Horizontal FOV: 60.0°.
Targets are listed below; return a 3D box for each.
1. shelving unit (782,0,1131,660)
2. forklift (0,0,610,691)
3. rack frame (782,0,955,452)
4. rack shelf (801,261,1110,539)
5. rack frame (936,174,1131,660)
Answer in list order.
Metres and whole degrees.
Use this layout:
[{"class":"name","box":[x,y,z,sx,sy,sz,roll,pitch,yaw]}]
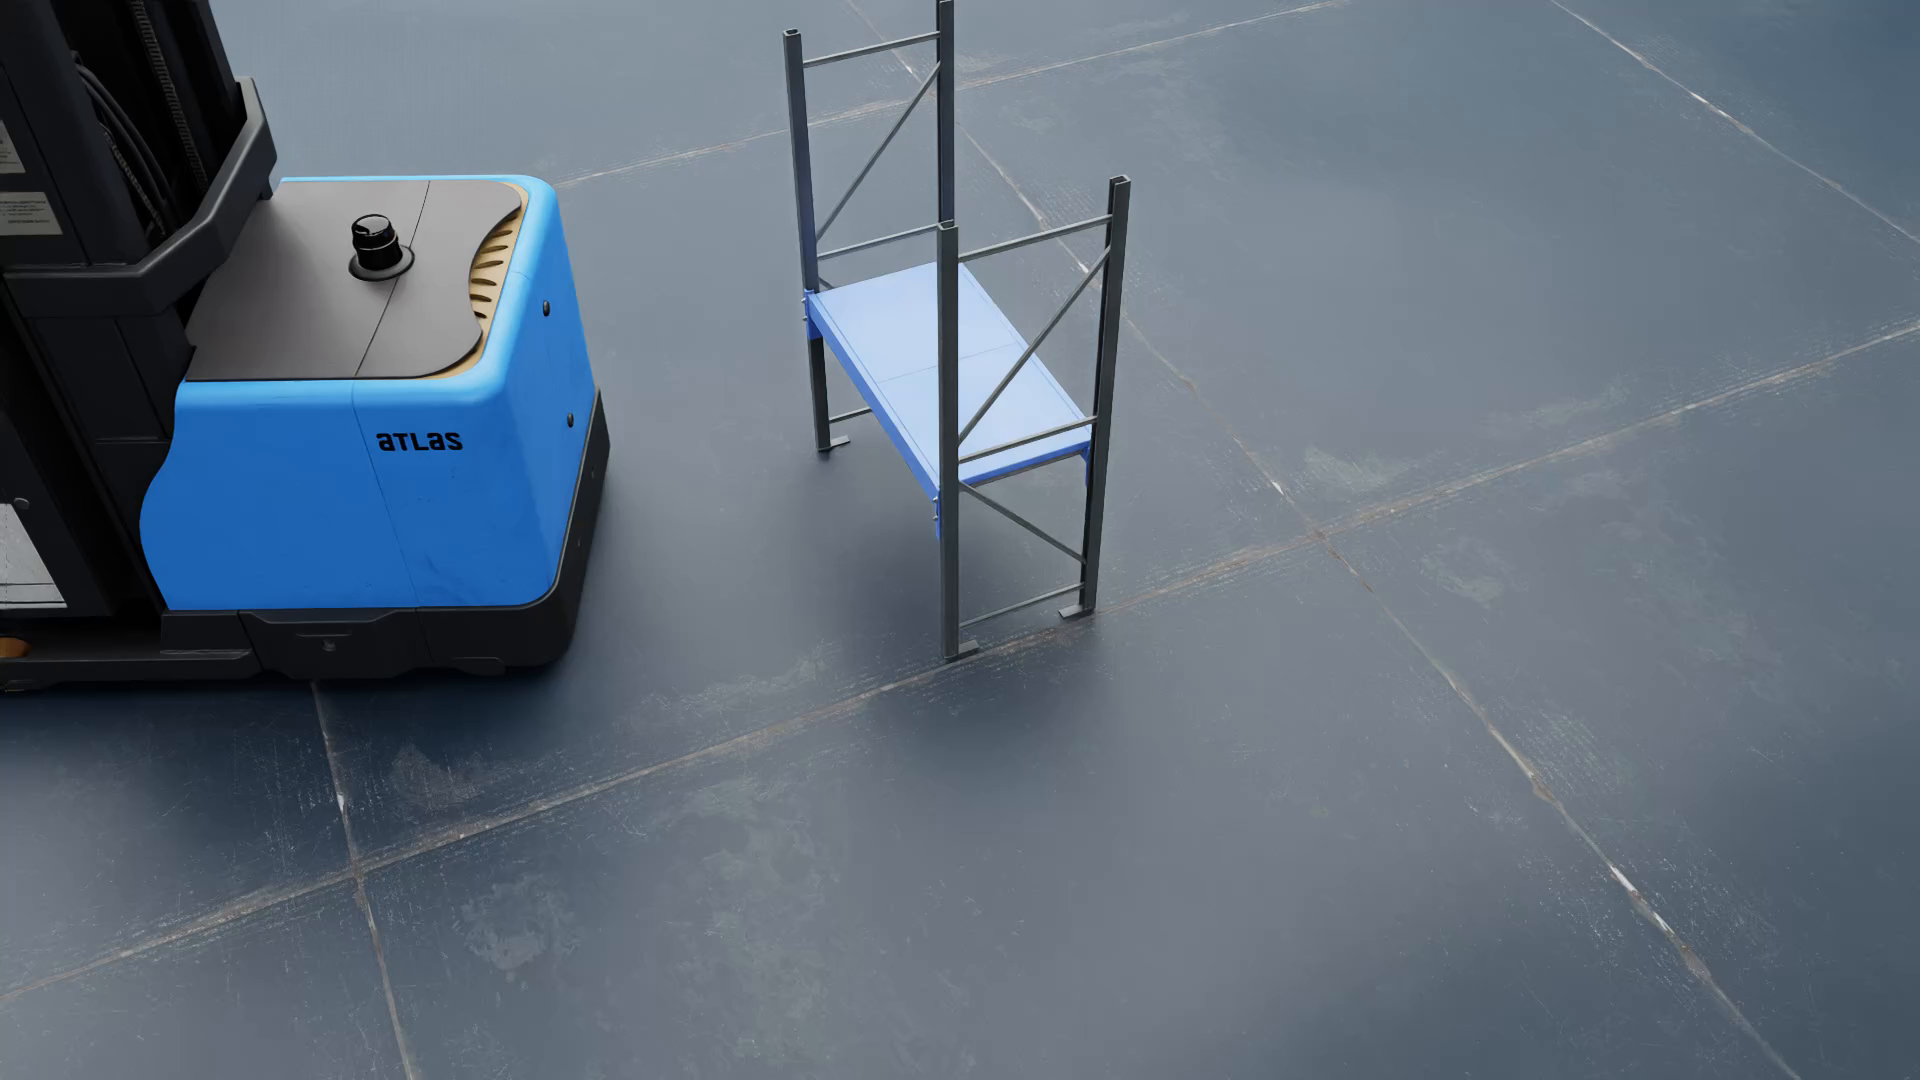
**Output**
[{"class":"shelving unit","box":[-0.036,-0.588,4.778,0.538,1.500,1.048,-18,47,-17]},{"class":"forklift","box":[-2.654,-0.980,4.156,3.031,2.935,1.130,-1,45,-1]},{"class":"rack frame","box":[-0.250,-0.912,5.107,0.500,1.500,0.032,-18,47,-17]},{"class":"rack shelf","box":[-0.036,-0.460,4.905,0.538,0.185,1.000,-18,47,-17]},{"class":"rack frame","box":[0.178,-0.264,4.450,0.500,1.500,0.032,-18,47,-17]}]
